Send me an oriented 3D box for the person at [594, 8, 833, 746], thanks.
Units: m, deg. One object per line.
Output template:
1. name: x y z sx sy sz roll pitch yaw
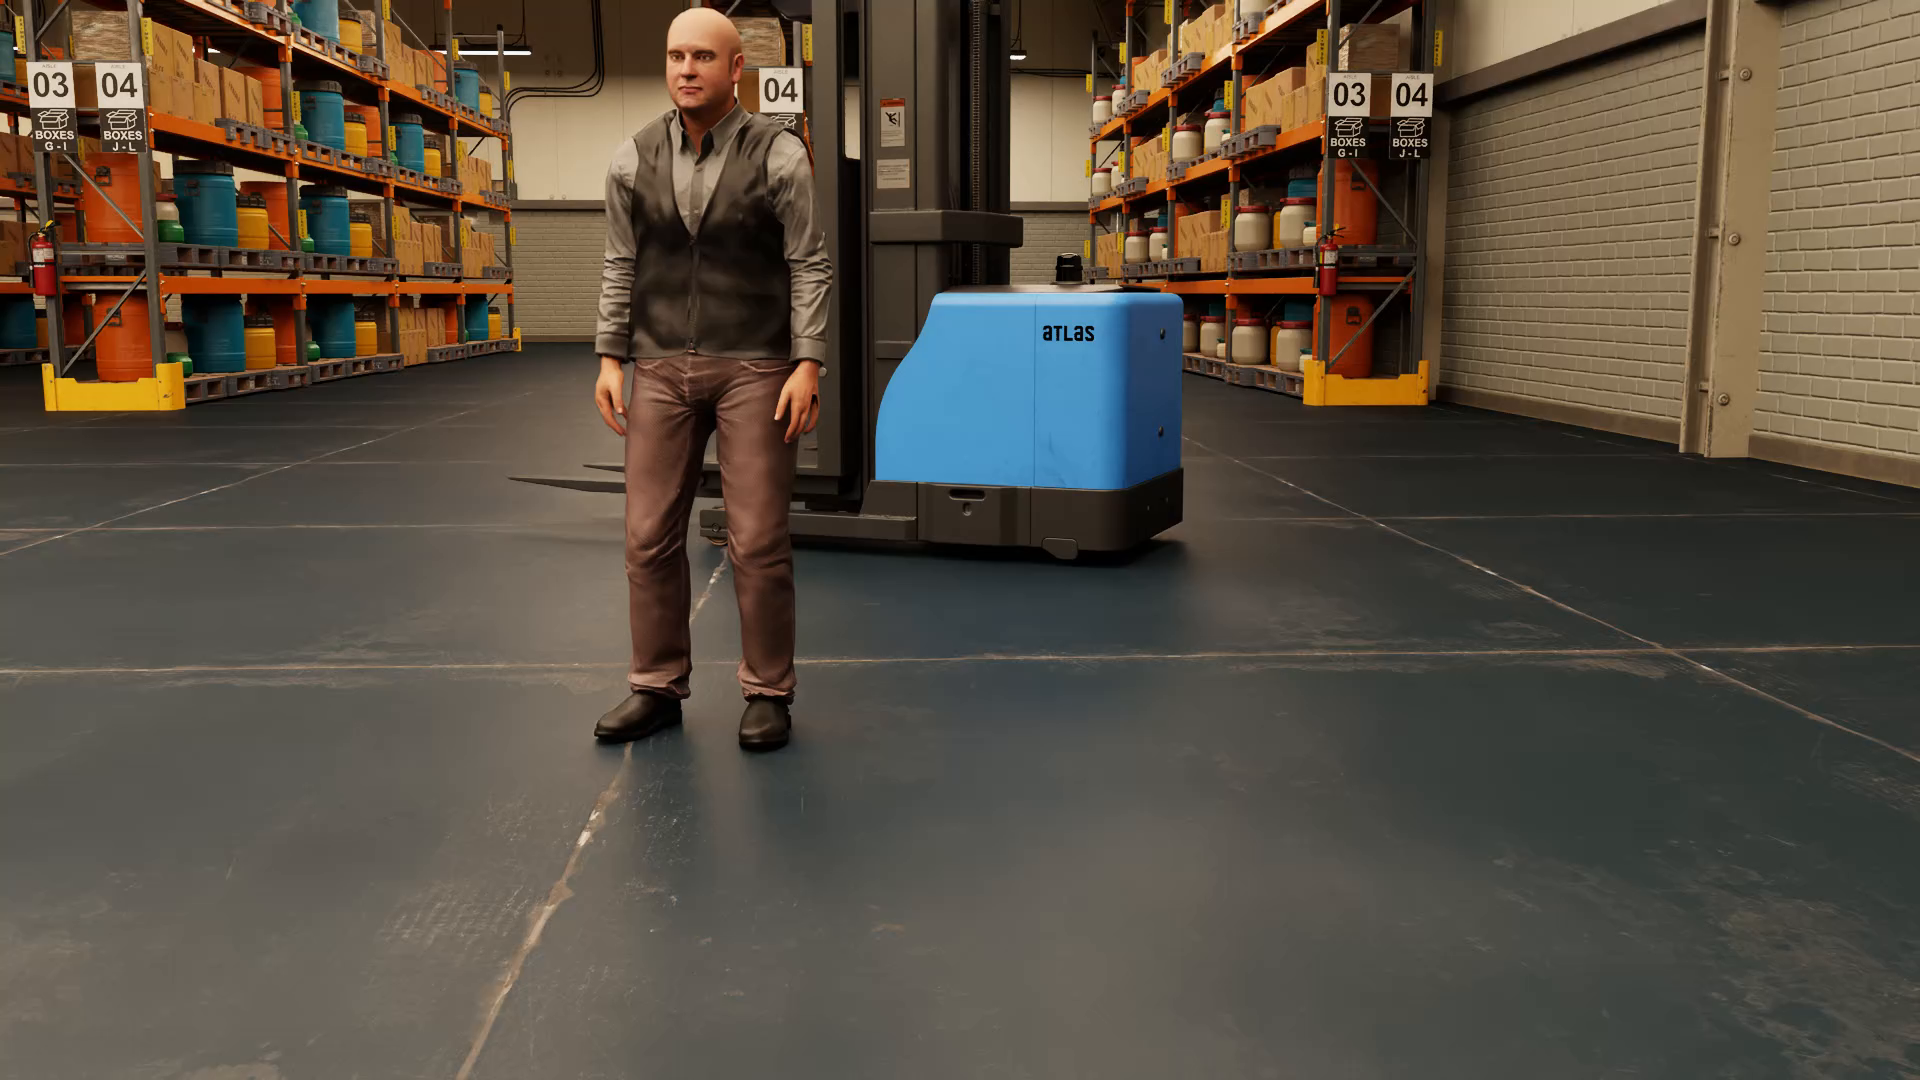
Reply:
1. person: -0.593 -0.380 4.017 0.580 1.720 0.421 2 9 12

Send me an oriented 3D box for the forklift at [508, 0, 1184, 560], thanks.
1. forklift: -0.581 -1.484 7.323 3.031 2.935 1.130 3 9 21
